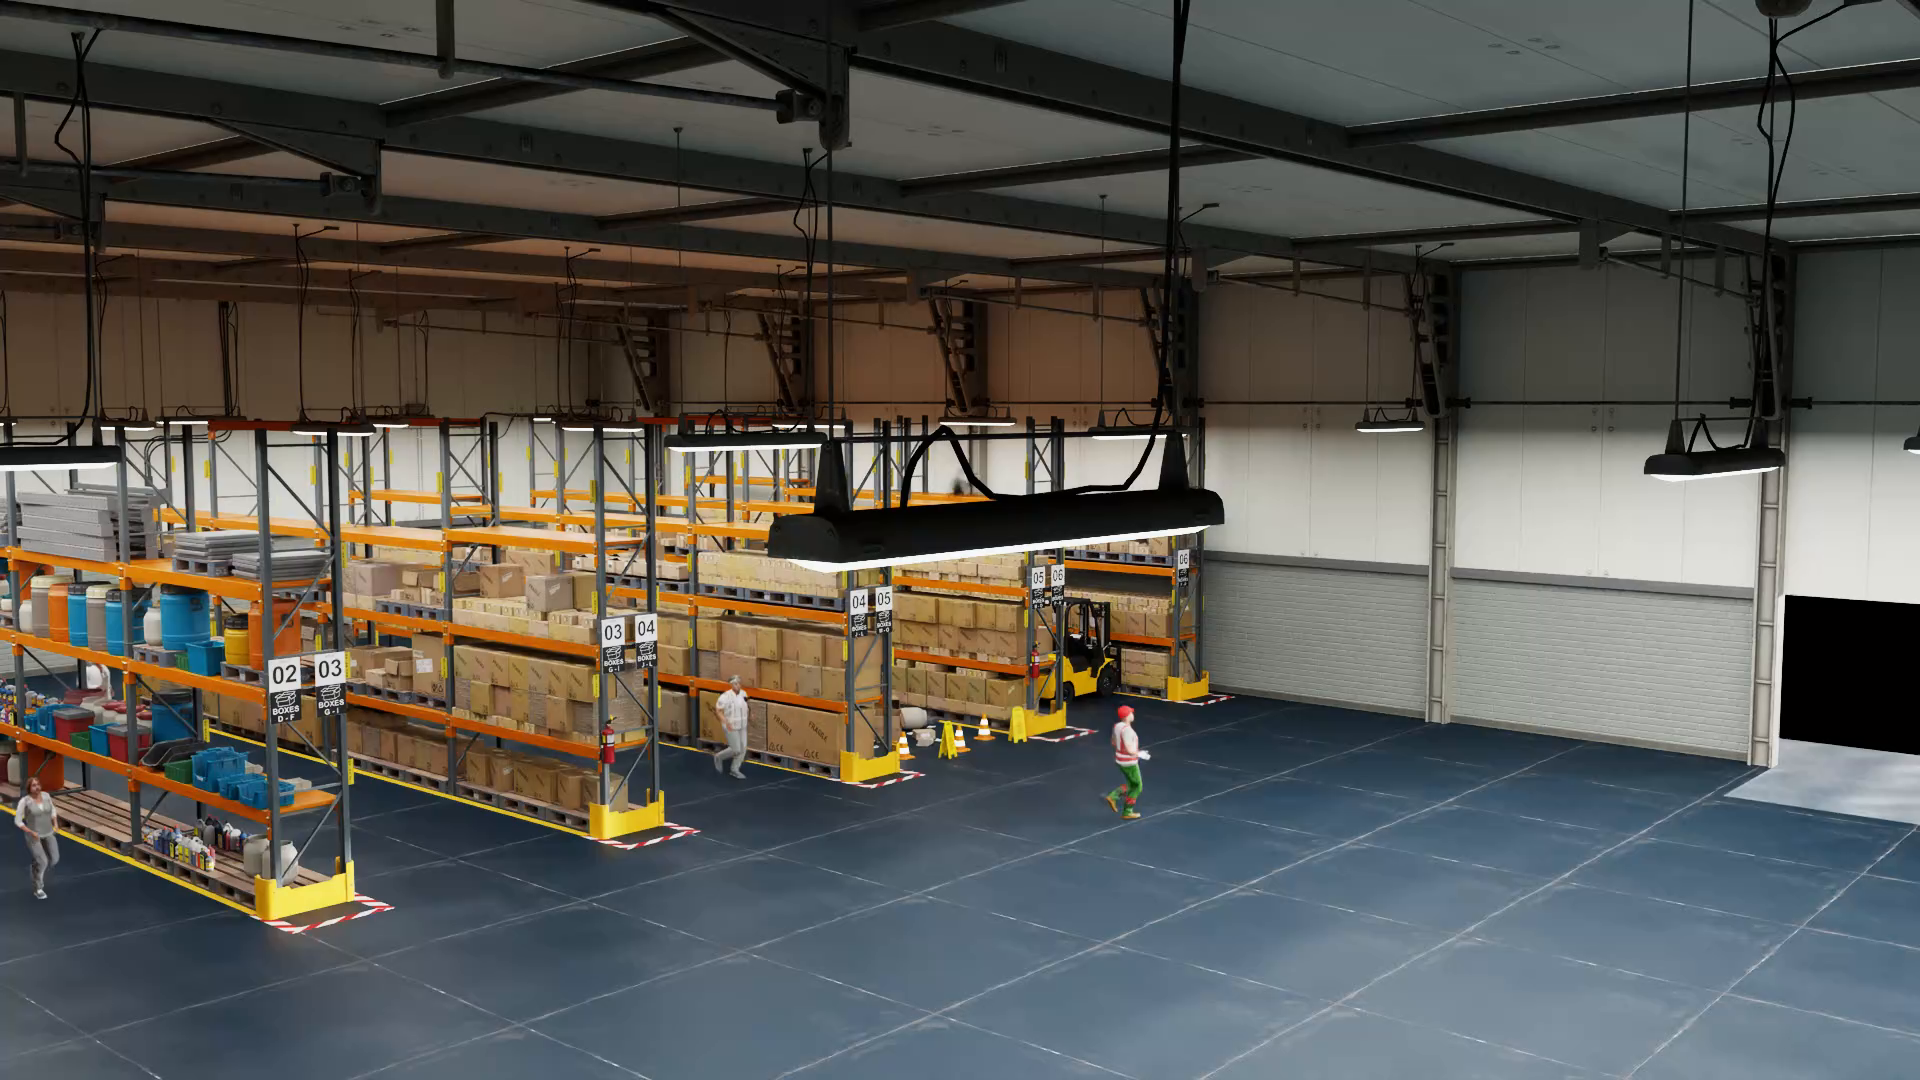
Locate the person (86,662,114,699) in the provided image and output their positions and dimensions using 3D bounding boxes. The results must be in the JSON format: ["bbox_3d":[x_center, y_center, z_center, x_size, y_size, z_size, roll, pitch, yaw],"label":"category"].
[{"bbox_3d":[-15.639,2.907,30.197,1.000,1.756,0.715,2,5,26],"label":"person"}]

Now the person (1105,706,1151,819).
[{"bbox_3d":[2.533,3.367,25.206,0.615,1.738,0.652,-1,5,-12],"label":"person"}]

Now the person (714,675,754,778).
[{"bbox_3d":[-3.798,3.133,28.096,0.647,1.758,0.653,4,6,42],"label":"person"}]

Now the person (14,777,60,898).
[{"bbox_3d":[-11.777,3.794,21.255,0.490,1.564,0.545,3,6,34],"label":"person"}]
